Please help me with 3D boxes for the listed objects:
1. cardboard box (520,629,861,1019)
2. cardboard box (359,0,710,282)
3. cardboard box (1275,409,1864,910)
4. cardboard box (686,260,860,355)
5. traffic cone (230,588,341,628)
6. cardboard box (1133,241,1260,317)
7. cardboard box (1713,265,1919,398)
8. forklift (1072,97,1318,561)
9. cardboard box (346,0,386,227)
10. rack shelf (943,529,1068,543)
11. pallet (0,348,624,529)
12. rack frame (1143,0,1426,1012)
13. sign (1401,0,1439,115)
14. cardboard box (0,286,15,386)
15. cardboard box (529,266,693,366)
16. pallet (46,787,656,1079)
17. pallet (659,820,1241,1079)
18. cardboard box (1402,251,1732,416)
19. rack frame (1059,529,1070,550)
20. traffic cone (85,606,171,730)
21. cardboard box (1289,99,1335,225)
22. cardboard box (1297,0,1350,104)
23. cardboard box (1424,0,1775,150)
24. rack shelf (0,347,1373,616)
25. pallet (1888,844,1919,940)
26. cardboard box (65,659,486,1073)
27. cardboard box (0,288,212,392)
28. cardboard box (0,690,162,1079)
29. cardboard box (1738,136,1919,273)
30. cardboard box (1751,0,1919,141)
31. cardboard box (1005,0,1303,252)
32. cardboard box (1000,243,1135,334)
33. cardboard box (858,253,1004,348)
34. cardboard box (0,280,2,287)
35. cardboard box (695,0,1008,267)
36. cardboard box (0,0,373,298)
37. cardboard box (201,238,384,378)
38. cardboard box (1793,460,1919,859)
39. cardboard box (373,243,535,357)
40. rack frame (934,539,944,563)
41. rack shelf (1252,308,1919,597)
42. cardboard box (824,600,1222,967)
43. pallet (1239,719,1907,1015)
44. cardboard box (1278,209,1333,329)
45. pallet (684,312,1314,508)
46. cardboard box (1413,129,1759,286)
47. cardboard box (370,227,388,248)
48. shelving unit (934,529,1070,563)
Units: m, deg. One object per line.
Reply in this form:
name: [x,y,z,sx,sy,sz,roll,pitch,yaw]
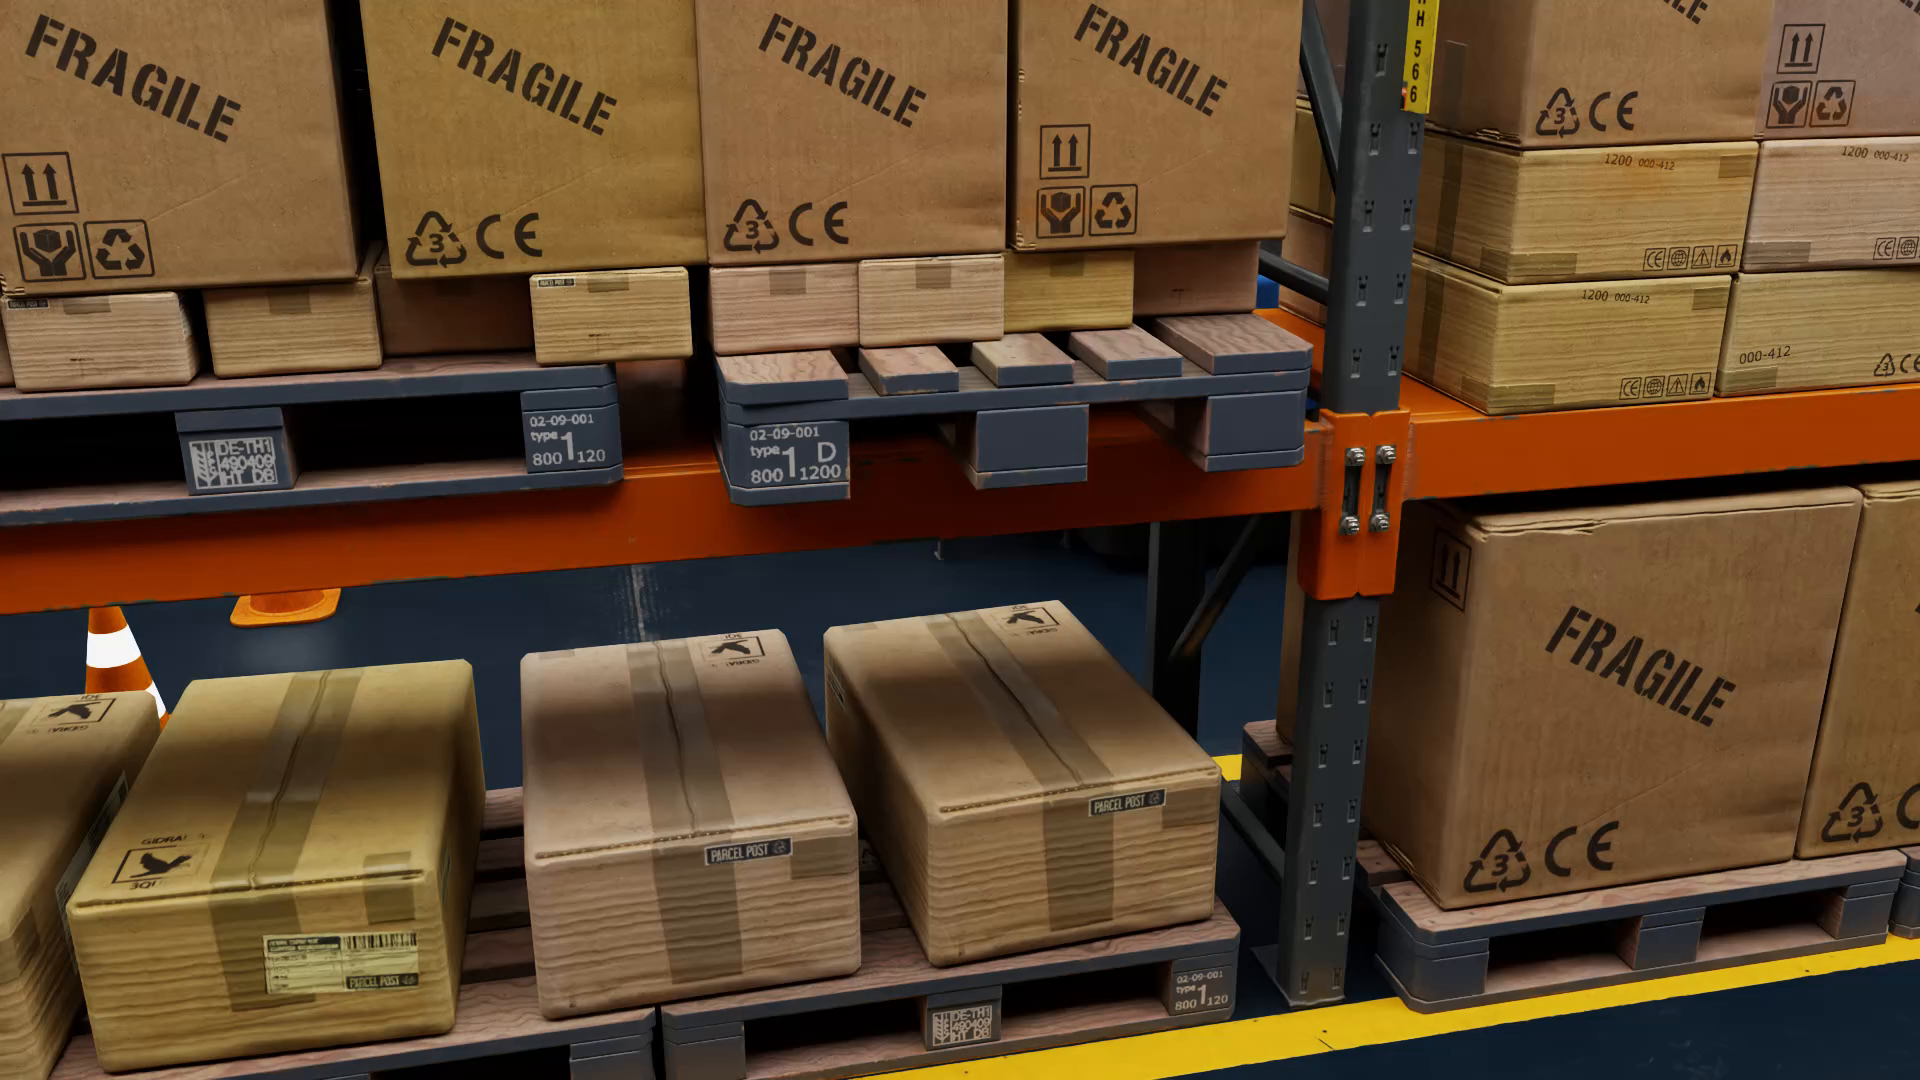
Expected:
cardboard box: [-0.615,0.568,3.613,0.625,0.372,0.950,-5,21,-14]
cardboard box: [-0.716,-0.741,2.789,0.500,0.500,0.500,-6,21,-16]
cardboard box: [1.345,0.202,3.880,0.875,0.875,0.875,-5,21,-13]
cardboard box: [-0.337,-0.448,2.932,0.250,0.149,0.380,-6,21,-15]
traffic cone: [-2.302,0.012,5.609,0.334,0.463,0.336,-5,21,-12]
cardboard box: [0.389,-0.546,3.198,0.250,0.149,0.380,-4,20,-10]
cardboard box: [1.684,-0.502,3.542,0.500,0.250,0.500,-5,21,-14]
forklift: [1.829,-1.549,6.282,3.031,2.935,1.130,-5,21,-14]
cardboard box: [-1.347,-0.872,3.146,0.500,0.500,0.500,-5,21,-15]
rack shelf: [0.115,-0.322,6.217,0.480,0.518,0.431,-6,21,-15]
pallet: [-1.263,-0.311,3.081,1.213,0.211,1.003,-5,21,-12]
rack frame: [0.654,-0.571,3.513,0.127,3.000,1.000,-5,21,-12]
sign: [0.788,-0.897,2.834,0.005,0.325,0.100,-5,21,-12]
cardboard box: [-1.624,-0.362,2.697,0.250,0.149,0.380,-4,21,-12]
cardboard box: [-0.602,-0.422,2.860,0.250,0.149,0.380,-4,21,-12]
pallet: [-1.292,0.895,3.565,1.213,0.211,1.003,-5,21,-12]
pallet: [-0.107,0.799,3.825,1.213,0.211,1.003,-5,21,-12]
cardboard box: [1.188,-0.455,3.415,0.500,0.250,0.500,-5,21,-13]
rack frame: [0.350,-1.015,6.033,0.015,2.100,0.400,-6,21,-15]
traffic cone: [-2.354,0.370,4.633,0.334,0.463,0.336,-5,21,-12]
cardboard box: [1.067,-0.859,3.790,0.500,0.250,0.500,-5,21,-13]
cardboard box: [1.097,-1.216,3.675,0.500,0.500,0.500,-5,21,-14]
cardboard box: [1.190,-1.045,3.207,0.500,0.500,0.500,-5,21,-14]
rack shelf: [-1.292,-0.075,3.205,4.000,0.370,1.077,-5,21,-12]
pallet: [2.623,0.605,4.355,1.213,0.211,1.003,-5,21,-12]
cardboard box: [-1.354,0.626,3.455,0.625,0.372,0.950,-4,20,-11]
cardboard box: [-1.353,-0.366,2.707,0.250,0.149,0.380,-4,20,-10]
cardboard box: [-2.030,0.682,3.303,0.625,0.372,0.950,-3,20,-9]
cardboard box: [1.707,-0.734,3.448,0.500,0.250,0.500,-4,21,-11]
cardboard box: [1.671,-1.087,3.323,0.500,0.500,0.500,-5,21,-12]
cardboard box: [0.275,-0.826,3.020,0.500,0.500,0.500,-5,21,-14]
cardboard box: [0.145,-0.500,3.074,0.250,0.149,0.380,-4,21,-12]
cardboard box: [-0.090,-0.465,2.979,0.250,0.149,0.380,-5,21,-13]
cardboard box: [-1.745,-0.654,2.551,0.500,0.500,0.500,-5,21,-13]
cardboard box: [-0.225,-0.782,2.899,0.500,0.500,0.500,-5,21,-13]
cardboard box: [-1.247,-0.698,2.672,0.500,0.500,0.500,-6,21,-15]
cardboard box: [-1.101,-0.397,2.791,0.250,0.149,0.380,-5,21,-14]
cardboard box: [2.214,0.133,4.069,0.875,0.875,0.875,-4,21,-12]
cardboard box: [-0.875,-0.444,2.921,0.250,0.149,0.380,-4,21,-12]
rack frame: [-0.120,-0.970,5.909,0.015,2.100,0.400,-6,21,-15]
rack shelf: [2.600,-0.392,4.069,4.000,0.370,1.077,-5,21,-12]
cardboard box: [0.102,0.507,3.780,0.625,0.372,0.950,-6,21,-16]
pallet: [1.438,0.701,4.094,1.213,0.211,1.003,-5,21,-12]
cardboard box: [1.086,-0.628,3.886,0.500,0.250,0.500,-5,21,-14]
pallet: [-0.015,-0.389,3.295,1.003,0.211,1.213,-5,21,-12]
cardboard box: [1.204,-0.693,3.337,0.500,0.250,0.500,-5,21,-13]
cardboard box: [-1.020,-0.574,3.276,0.250,0.149,0.380,-4,20,-10]
shelving unit: [0.115,-0.992,5.971,0.503,2.100,0.431,-6,21,-15]
